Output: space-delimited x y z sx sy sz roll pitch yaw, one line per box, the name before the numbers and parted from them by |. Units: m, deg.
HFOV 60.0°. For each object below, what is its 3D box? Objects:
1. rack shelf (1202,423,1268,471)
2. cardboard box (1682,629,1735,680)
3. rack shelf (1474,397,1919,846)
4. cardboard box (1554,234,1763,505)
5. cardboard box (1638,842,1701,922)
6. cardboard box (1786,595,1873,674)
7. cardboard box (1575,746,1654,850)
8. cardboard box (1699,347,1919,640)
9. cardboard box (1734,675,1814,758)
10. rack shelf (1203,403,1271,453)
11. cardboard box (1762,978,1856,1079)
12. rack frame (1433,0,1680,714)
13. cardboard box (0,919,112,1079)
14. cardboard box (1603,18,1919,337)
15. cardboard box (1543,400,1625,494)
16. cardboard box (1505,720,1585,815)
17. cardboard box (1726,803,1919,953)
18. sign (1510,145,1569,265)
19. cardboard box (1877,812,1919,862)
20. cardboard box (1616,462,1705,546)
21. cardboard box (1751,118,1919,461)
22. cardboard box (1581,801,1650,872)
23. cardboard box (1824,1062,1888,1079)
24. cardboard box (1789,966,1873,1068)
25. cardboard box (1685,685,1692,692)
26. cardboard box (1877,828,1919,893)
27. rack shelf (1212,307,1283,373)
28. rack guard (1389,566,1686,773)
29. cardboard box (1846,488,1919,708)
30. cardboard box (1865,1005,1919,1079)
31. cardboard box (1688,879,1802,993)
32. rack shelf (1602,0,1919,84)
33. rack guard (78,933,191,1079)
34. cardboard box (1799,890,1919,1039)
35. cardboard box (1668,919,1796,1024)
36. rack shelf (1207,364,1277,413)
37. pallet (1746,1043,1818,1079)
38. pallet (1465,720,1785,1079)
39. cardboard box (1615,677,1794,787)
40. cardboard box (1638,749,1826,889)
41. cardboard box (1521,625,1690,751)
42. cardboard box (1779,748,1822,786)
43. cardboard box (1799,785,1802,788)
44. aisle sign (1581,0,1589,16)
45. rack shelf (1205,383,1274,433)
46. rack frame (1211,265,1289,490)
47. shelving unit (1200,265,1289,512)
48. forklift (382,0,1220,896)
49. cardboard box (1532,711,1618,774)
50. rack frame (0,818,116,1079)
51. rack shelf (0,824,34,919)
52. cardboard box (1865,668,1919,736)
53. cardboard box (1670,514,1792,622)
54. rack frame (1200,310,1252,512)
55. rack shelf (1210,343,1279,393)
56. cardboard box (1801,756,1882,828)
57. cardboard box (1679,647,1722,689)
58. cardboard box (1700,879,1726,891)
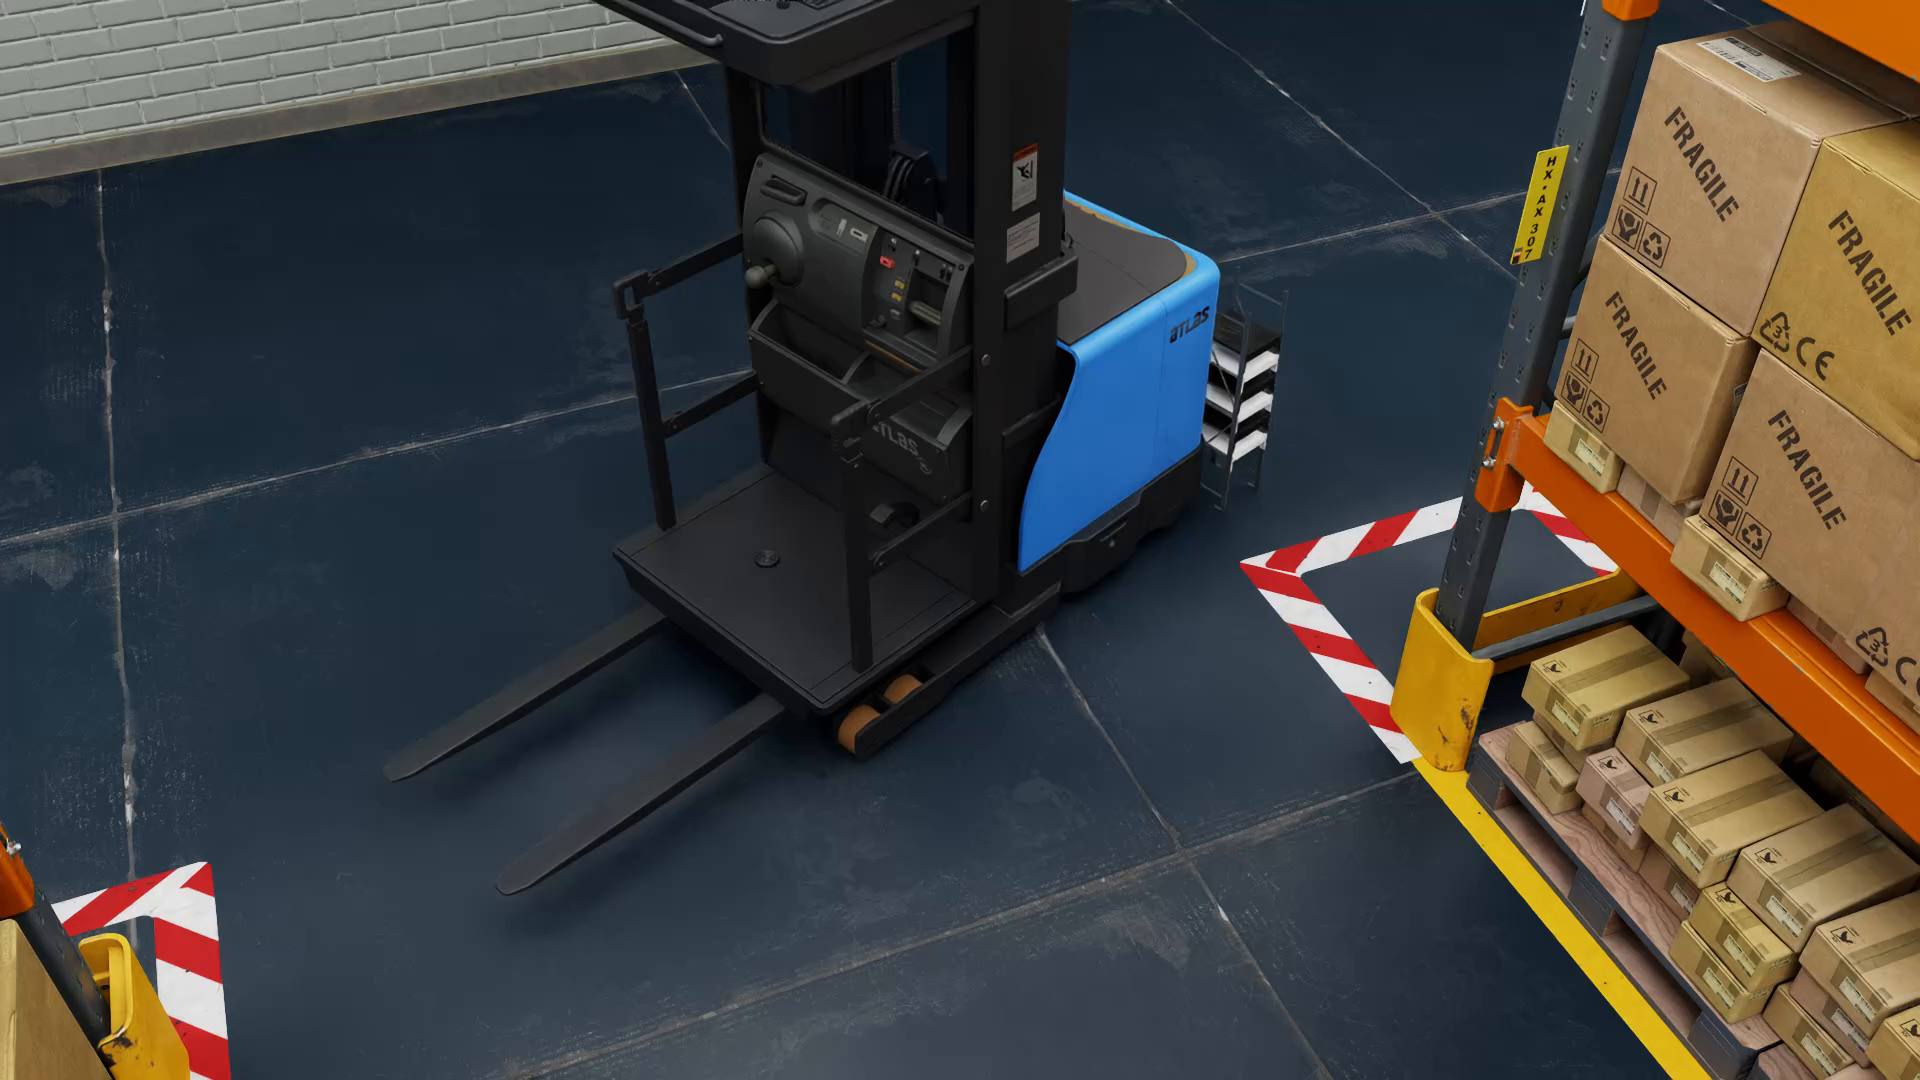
rack shelf | 1.007 -0.389 6.339 0.200 0.077 0.258 -31 50 -31
cardboard box | 2.433 0.284 5.027 0.380 0.149 0.250 -15 43 -16
rack shelf | 2.762 0.810 3.559 1.077 0.370 4.000 -15 43 -17
cardboard box | 1.913 -0.479 4.201 0.500 0.500 0.500 -13 42 -15
cardboard box | 2.179 0.935 4.727 0.380 0.149 0.250 -15 43 -16
cardboard box | 2.233 0.145 3.973 0.380 0.149 0.250 -13 42 -15
cardboard box | 2.013 0.700 4.771 0.380 0.149 0.250 -15 43 -17
cardboard box | 2.142 -0.163 3.834 0.500 0.500 0.500 -15 43 -17
cardboard box | 2.476 0.450 4.834 0.380 0.149 0.250 -14 43 -16
rack shelf | 1.007 -0.457 6.280 0.200 0.077 0.258 -31 50 -31
cardboard box | 2.361 1.246 4.365 0.380 0.149 0.250 -15 43 -17
rack frame | 1.997 -0.667 4.726 1.000 3.000 0.127 -15 43 -17
cardboard box | -2.306 1.521 3.488 0.875 0.875 0.875 -15 43 -17
cardboard box | 1.923 -0.861 3.878 0.500 0.500 0.500 -15 43 -17
cardboard box | 1.818 -0.295 4.485 0.380 0.149 0.250 -15 43 -17
cardboard box | 1.901 0.650 5.058 0.380 0.149 0.250 -14 43 -16
cardboard box | 2.249 0.878 4.337 0.380 0.149 0.250 -17 44 -19
sign | 1.495 -0.860 4.286 0.100 0.325 0.005 -15 43 -17
cardboard box | 2.733 0.746 4.490 0.380 0.149 0.250 -17 43 -19
cardboard box | 1.953 -0.152 4.319 0.380 0.149 0.250 -14 43 -15
cardboard box | 2.122 -0.558 3.527 0.500 0.500 0.500 -14 43 -16
cardboard box | 2.077 0.787 4.899 0.380 0.149 0.250 -15 43 -17
cardboard box | 2.376 1.418 4.165 0.380 0.149 0.250 -17 44 -19
cardboard box | 2.375 1.143 4.256 0.380 0.149 0.250 -17 44 -19
cardboard box | 2.391 0.519 5.210 0.380 0.149 0.250 -14 43 -16
cardboard box | 2.671 0.888 4.553 0.380 0.149 0.250 -16 43 -17
rack shelf | 1.007 -0.730 6.045 0.200 0.077 0.258 -31 50 -31
rack guard | 2.026 0.326 5.487 1.175 0.500 0.348 -15 43 -17
cardboard box | 2.317 0.136 3.487 0.500 0.500 0.500 -15 43 -16
cardboard box | 2.405 1.217 3.942 0.380 0.149 0.250 -14 43 -16
cardboard box | 2.186 1.007 4.414 0.380 0.149 0.250 -14 43 -16
rack shelf | 2.762 -0.327 2.581 1.077 0.370 4.000 -15 43 -17
rack guard | -2.634 1.442 4.189 1.175 0.500 0.348 -15 43 -17
cardboard box | 2.347 1.047 4.140 0.380 0.149 0.250 -14 43 -15
cardboard box | 2.175 1.116 4.516 0.380 0.149 0.250 -15 43 -16
rack shelf | 1.007 -0.593 6.163 0.200 0.077 0.258 -31 50 -31
pallet | 2.767 1.668 4.149 1.003 0.211 1.213 -15 43 -17
pallet | 2.304 0.934 5.002 1.003 0.211 1.213 -15 43 -17
cardboard box | 2.100 0.565 4.700 0.380 0.149 0.250 -14 43 -16
cardboard box | 2.078 0.749 4.487 0.380 0.149 0.250 -15 43 -17
cardboard box | 1.883 0.429 4.859 0.380 0.149 0.250 -17 44 -19
cardboard box | 2.513 0.559 4.936 0.380 0.149 0.250 -16 43 -18
cardboard box | 2.583 0.649 5.059 0.380 0.149 0.250 -14 43 -16
aisle sign | 1.692 -1.622 3.842 0.394 0.787 0.004 -15 43 -17
rack shelf | 1.007 -0.525 6.221 0.200 0.077 0.258 -31 50 -31
rack frame | 1.082 -0.595 6.252 0.006 0.900 0.240 -31 50 -31
shelving unit | 1.007 -0.550 6.200 0.210 0.900 0.258 -31 50 -31
forklift | -0.475 -0.787 4.918 1.130 2.935 3.031 32 50 32
cardboard box | 1.960 0.521 4.980 0.380 0.149 0.250 -13 42 -15
rack frame | -2.621 0.508 3.358 0.949 2.616 0.053 -15 43 -17
rack shelf | -1.859 1.987 2.191 1.077 0.370 4.000 -15 43 -17
cardboard box | 2.314 0.315 3.776 0.380 0.149 0.250 -16 43 -17
cardboard box | 2.007 0.023 4.115 0.380 0.149 0.250 -16 43 -18
rack frame | 0.933 -0.505 6.147 0.006 0.900 0.240 -31 50 -31
rack shelf | 1.007 -0.662 6.104 0.200 0.077 0.258 -31 50 -31
cardboard box | 2.663 0.701 4.771 0.380 0.149 0.250 -17 43 -19
cardboard box | 2.462 0.388 5.134 0.380 0.149 0.250 -16 43 -18
cardboard box | 2.188 0.826 4.626 0.380 0.149 0.250 -15 43 -16
